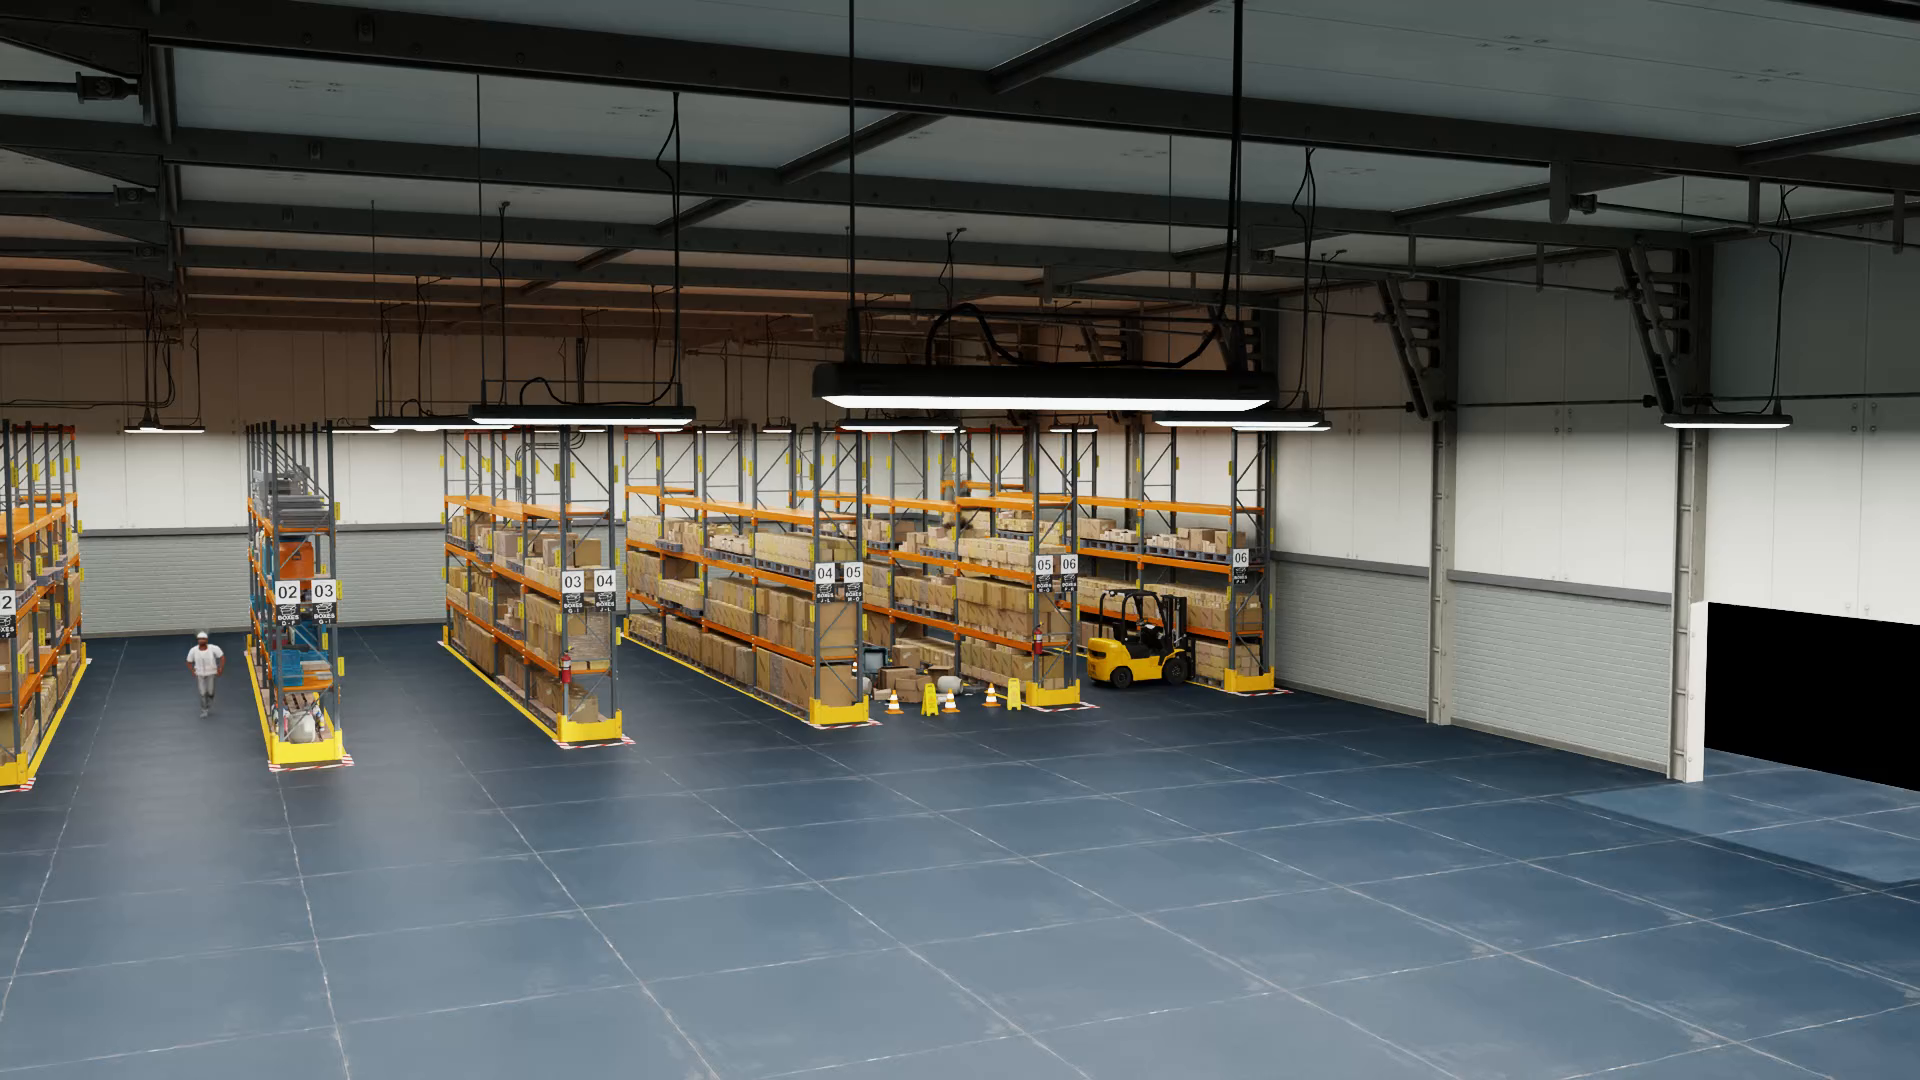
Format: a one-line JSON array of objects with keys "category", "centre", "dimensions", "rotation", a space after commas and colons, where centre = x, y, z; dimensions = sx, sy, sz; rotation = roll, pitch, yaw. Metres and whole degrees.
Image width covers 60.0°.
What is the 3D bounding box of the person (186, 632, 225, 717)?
[{"category": "person", "centre": [-15.416, 2.742, 33.983], "dimensions": [0.713, 1.730, 0.662], "rotation": [-1, 4, -18]}]
